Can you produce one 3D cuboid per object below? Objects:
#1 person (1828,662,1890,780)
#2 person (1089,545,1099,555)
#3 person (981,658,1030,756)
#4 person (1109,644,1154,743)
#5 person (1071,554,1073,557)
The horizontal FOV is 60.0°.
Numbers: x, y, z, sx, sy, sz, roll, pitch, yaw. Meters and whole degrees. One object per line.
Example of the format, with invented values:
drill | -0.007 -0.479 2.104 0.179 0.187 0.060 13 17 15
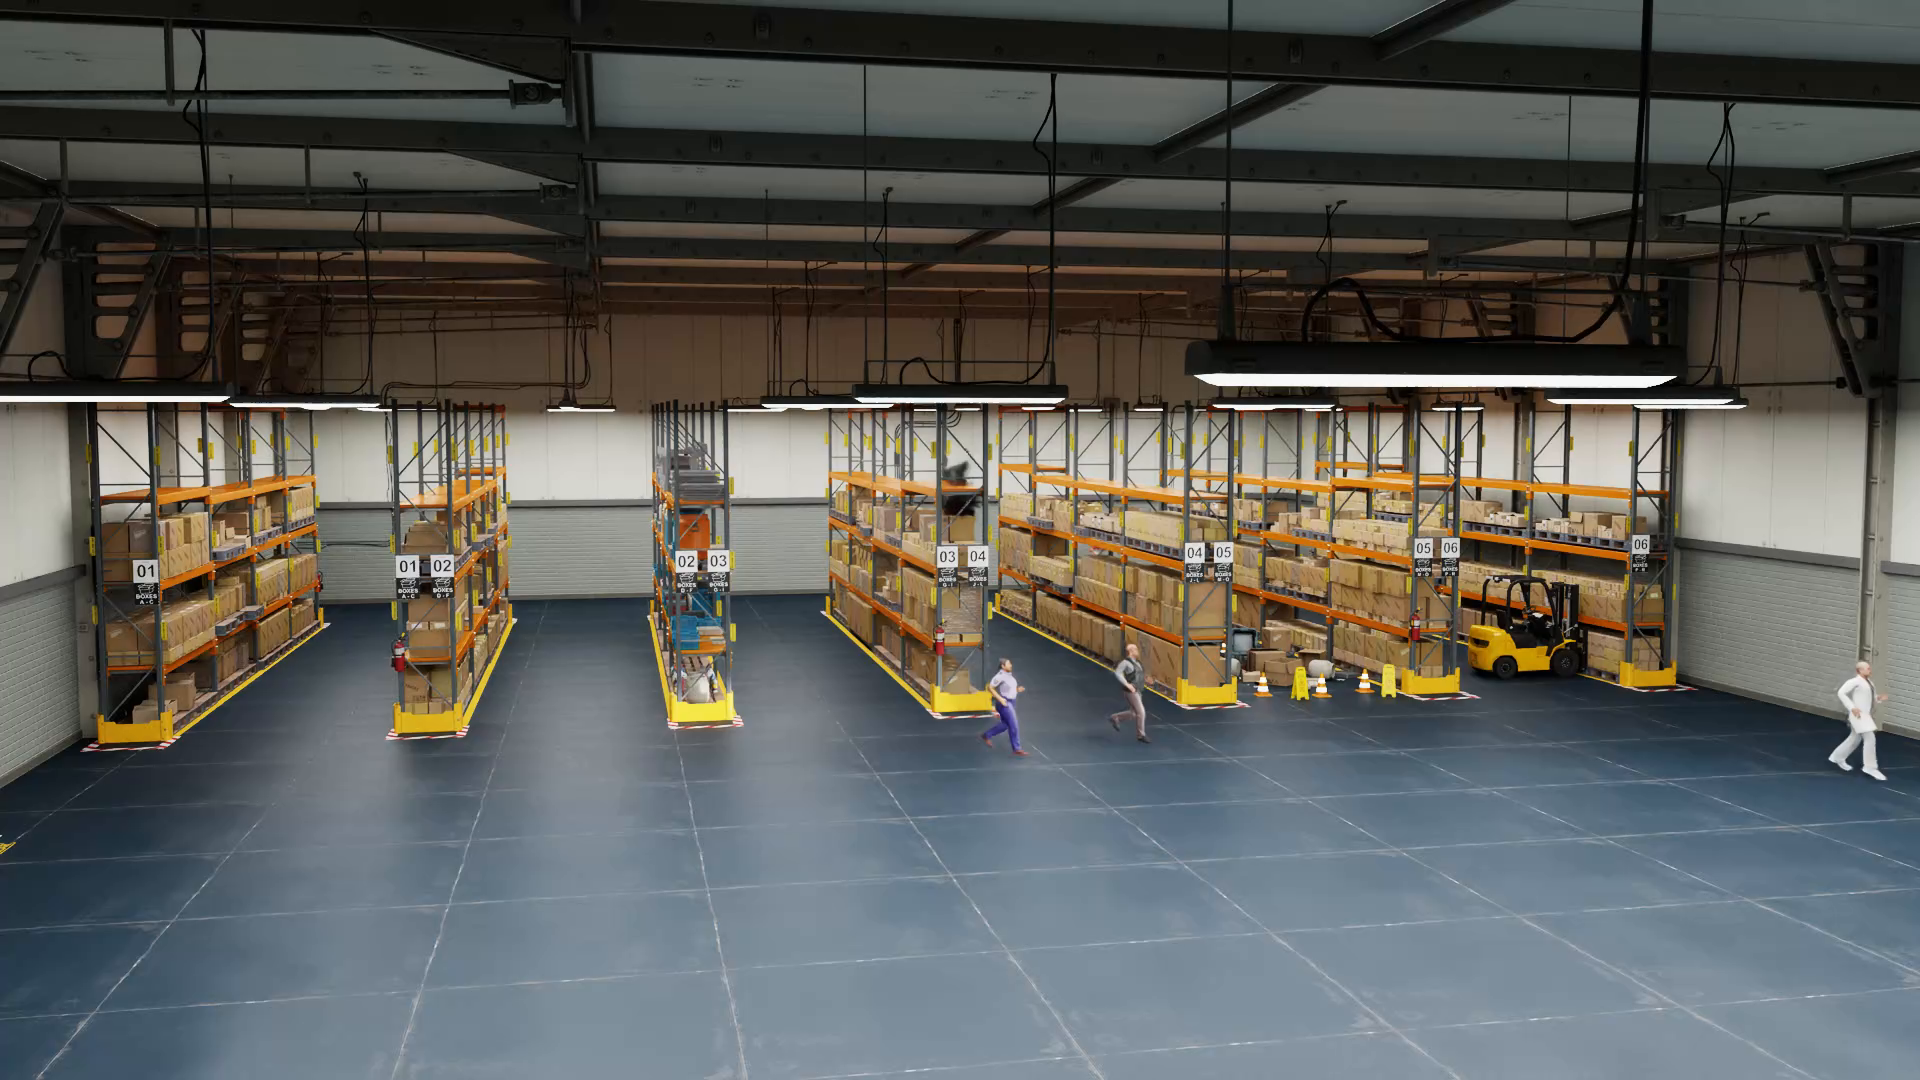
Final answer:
person | 14.274 2.877 26.382 0.893 1.733 0.699 4 6 41
person | 4.099 1.024 50.577 0.899 1.820 0.674 -1 4 -7
person | 0.778 2.794 27.971 0.869 1.612 0.615 1 5 18
person | 3.002 2.681 29.208 0.875 1.721 0.662 2 5 28
person | 3.276 1.221 48.290 0.571 1.650 0.946 -2 5 -27
